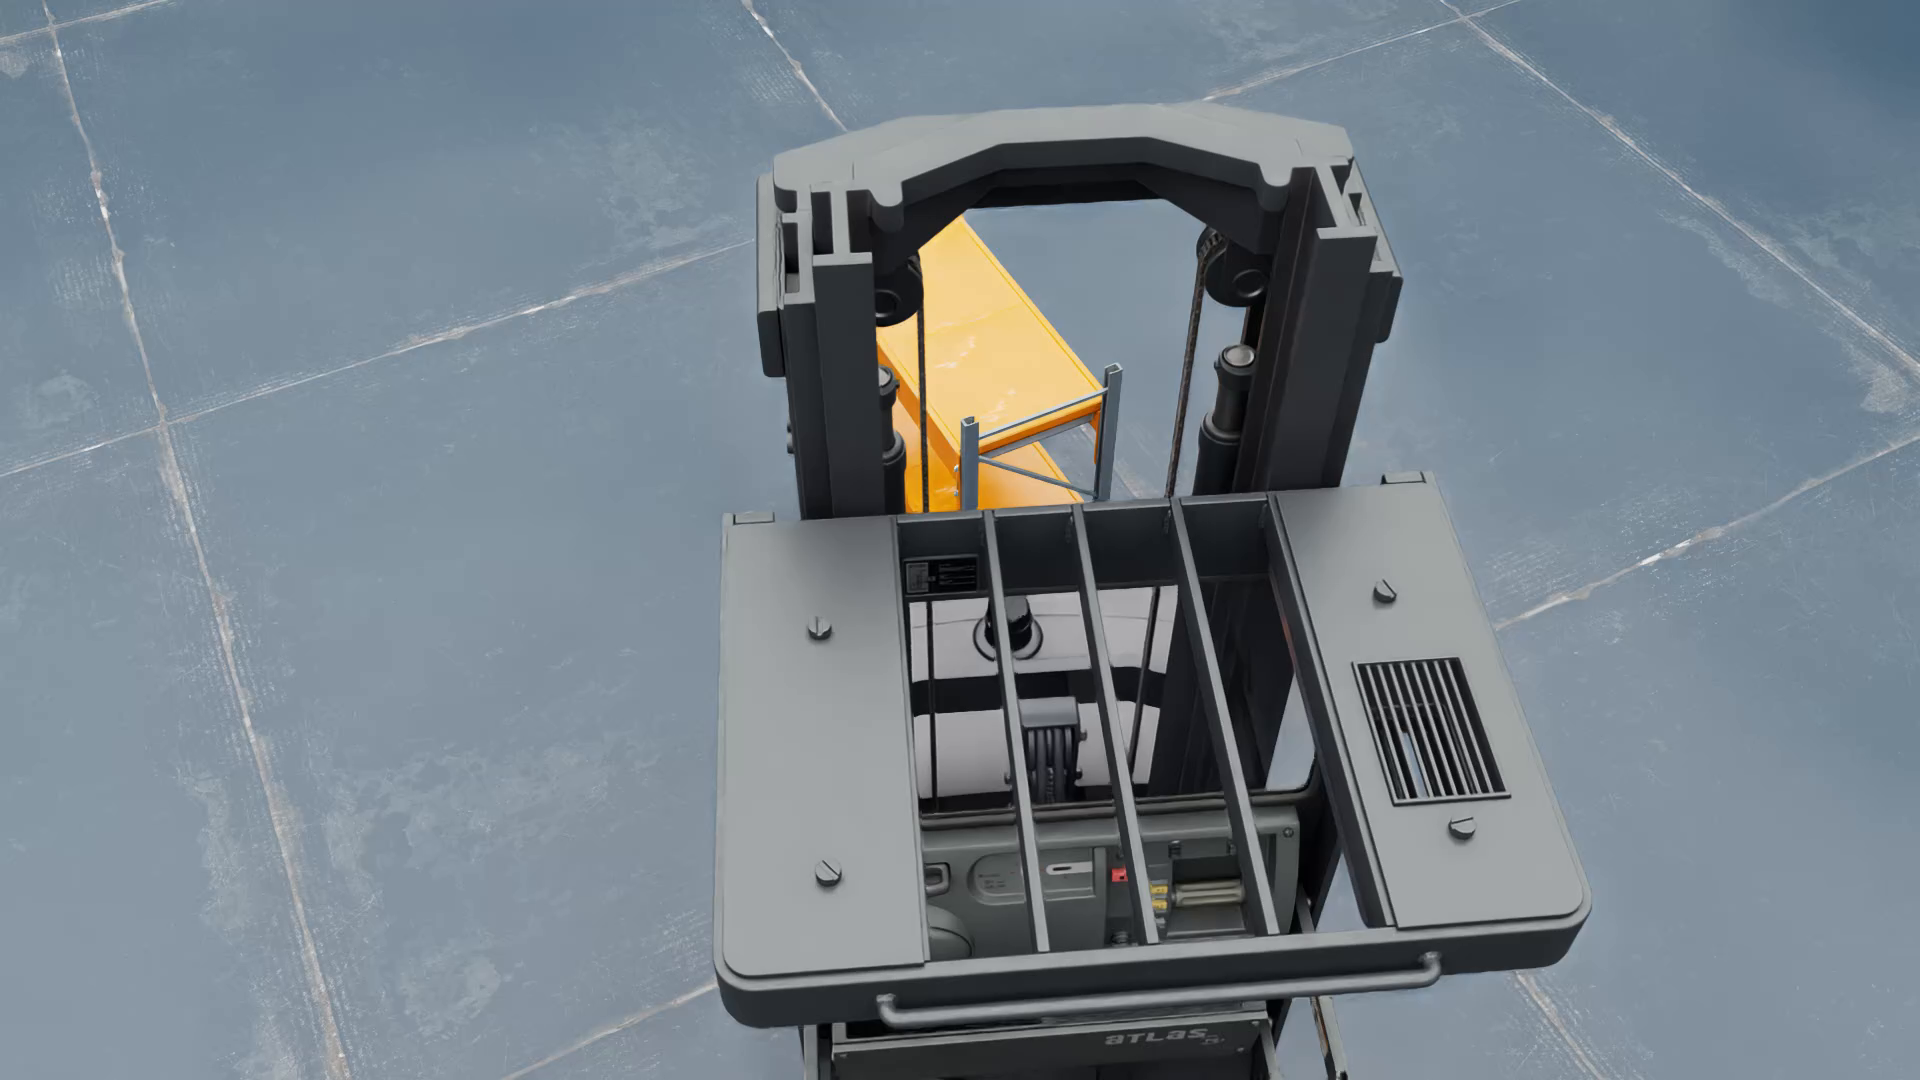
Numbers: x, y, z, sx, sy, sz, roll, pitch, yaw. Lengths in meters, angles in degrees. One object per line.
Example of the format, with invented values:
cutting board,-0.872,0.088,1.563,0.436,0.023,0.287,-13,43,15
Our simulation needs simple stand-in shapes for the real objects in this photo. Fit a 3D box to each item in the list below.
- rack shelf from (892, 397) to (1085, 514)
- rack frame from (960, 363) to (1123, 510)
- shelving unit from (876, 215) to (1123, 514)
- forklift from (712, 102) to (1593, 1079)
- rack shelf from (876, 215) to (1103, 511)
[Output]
rack shelf,-0.003,-0.214,5.515,0.538,0.278,1.000,-21,52,-18
rack frame,0.230,-0.035,5.033,0.500,1.125,0.032,-21,52,-18
shelving unit,-0.003,-0.375,5.331,0.538,1.125,1.048,-21,52,-18
forklift,0.209,0.833,3.075,1.130,2.935,3.031,-4,49,-3
rack shelf,-0.003,-0.568,5.110,0.538,0.278,1.000,-21,52,-18
